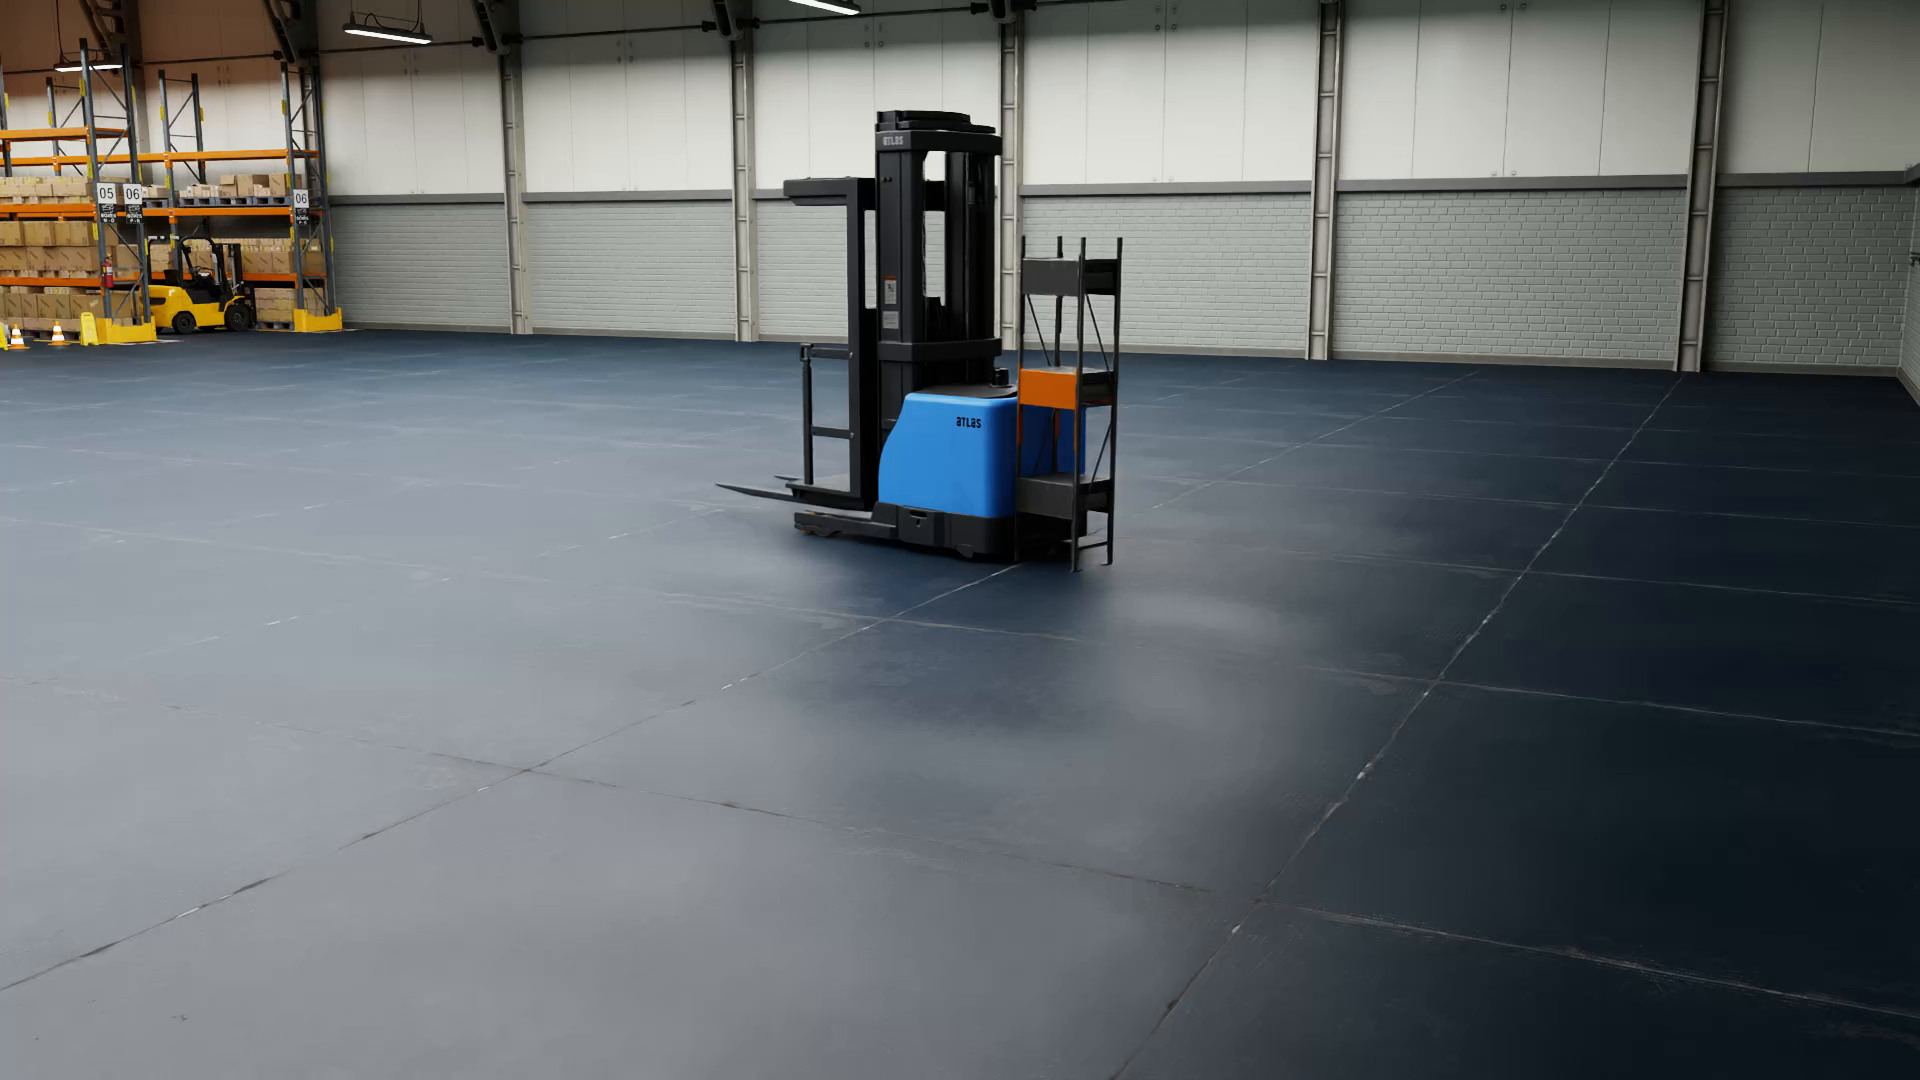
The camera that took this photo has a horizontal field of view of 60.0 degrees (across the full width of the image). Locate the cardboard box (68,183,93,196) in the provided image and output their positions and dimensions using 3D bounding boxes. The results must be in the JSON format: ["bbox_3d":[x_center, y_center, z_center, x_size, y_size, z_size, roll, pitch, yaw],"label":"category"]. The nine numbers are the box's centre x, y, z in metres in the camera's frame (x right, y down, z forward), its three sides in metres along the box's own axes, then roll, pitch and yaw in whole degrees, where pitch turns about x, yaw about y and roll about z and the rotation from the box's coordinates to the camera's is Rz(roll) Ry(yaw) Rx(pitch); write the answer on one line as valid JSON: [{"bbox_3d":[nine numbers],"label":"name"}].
[{"bbox_3d":[-17.732,-7.121,33.815,0.500,0.250,0.500,5,11,25],"label":"cardboard box"}]

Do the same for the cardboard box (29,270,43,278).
[{"bbox_3d":[-19.219,-5.573,34.803,0.250,0.149,0.380,5,11,26],"label":"cardboard box"}]

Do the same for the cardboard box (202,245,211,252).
[{"bbox_3d":[-17.711,-6.917,39.423,0.250,0.149,0.380,5,12,27],"label":"cardboard box"}]

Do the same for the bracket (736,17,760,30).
[{"bbox_3d":[-4.210,-10.255,33.017,0.430,0.232,0.235,5,11,26],"label":"bracket"}]

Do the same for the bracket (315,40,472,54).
[{"bbox_3d":[-12.646,-10.996,37.112,4.783,0.066,0.076,5,11,26],"label":"bracket"}]

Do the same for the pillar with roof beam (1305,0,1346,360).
[{"bbox_3d":[4.431,-6.940,24.807,0.548,9.000,9.100,5,11,26],"label":"pillar with roof beam"}]

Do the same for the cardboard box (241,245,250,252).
[{"bbox_3d":[-16.557,-6.816,38.866,0.250,0.149,0.380,5,11,26],"label":"cardboard box"}]

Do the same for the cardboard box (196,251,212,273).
[{"bbox_3d":[-17.791,-6.617,39.589,0.500,0.500,0.500,5,12,27],"label":"cardboard box"}]

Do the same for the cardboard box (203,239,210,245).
[{"bbox_3d":[-17.701,-7.064,39.399,0.250,0.149,0.380,5,12,27],"label":"cardboard box"}]

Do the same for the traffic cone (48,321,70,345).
[{"bbox_3d":[-18.110,-4.154,33.385,0.334,0.463,0.336,5,11,26],"label":"traffic cone"}]

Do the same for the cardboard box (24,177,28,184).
[{"bbox_3d":[-19.172,-7.448,34.507,0.250,0.149,0.380,5,12,27],"label":"cardboard box"}]

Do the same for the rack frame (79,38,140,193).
[{"bbox_3d":[-17.154,-8.527,33.576,0.127,3.000,1.000,5,11,26],"label":"rack frame"}]

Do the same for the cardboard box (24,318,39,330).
[{"bbox_3d":[-19.371,-4.572,35.113,0.500,0.250,0.500,5,11,25],"label":"cardboard box"}]

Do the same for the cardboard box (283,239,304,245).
[{"bbox_3d":[-15.375,-6.877,38.368,0.250,0.149,0.380,5,11,26],"label":"cardboard box"}]

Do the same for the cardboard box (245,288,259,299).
[{"bbox_3d":[-16.429,-5.777,38.963,0.500,0.250,0.500,5,11,27],"label":"cardboard box"}]

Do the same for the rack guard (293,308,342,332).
[{"bbox_3d":[-14.939,-5.136,38.704,0.348,0.500,1.175,5,11,26],"label":"rack guard"}]

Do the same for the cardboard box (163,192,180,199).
[{"bbox_3d":[-19.222,-8.389,40.485,0.250,0.149,0.380,5,11,26],"label":"cardboard box"}]

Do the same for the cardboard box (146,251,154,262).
[{"bbox_3d":[-19.566,-6.892,40.408,0.500,0.250,0.500,5,11,24],"label":"cardboard box"}]

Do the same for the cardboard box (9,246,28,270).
[{"bbox_3d":[-19.565,-5.929,34.950,0.500,0.500,0.500,5,11,25],"label":"cardboard box"}]

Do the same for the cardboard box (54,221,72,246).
[{"bbox_3d":[-18.159,-6.309,34.242,0.500,0.500,0.700,5,11,26],"label":"cardboard box"}]

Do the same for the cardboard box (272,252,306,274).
[{"bbox_3d":[-15.518,-6.414,38.465,0.500,0.500,0.500,5,11,25],"label":"cardboard box"}]

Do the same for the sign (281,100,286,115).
[{"bbox_3d":[-15.214,-9.733,37.394,0.005,0.325,0.100,5,11,26],"label":"sign"}]

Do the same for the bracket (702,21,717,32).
[{"bbox_3d":[-4.954,-10.320,33.378,0.430,0.232,0.235,5,11,26],"label":"bracket"}]

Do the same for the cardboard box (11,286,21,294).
[{"bbox_3d":[-19.784,-5.282,35.110,0.250,0.149,0.380,6,12,28],"label":"cardboard box"}]

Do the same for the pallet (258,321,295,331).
[{"bbox_3d":[-15.665,-5.049,39.036,1.213,0.211,1.003,5,11,26],"label":"pallet"}]

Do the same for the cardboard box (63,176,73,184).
[{"bbox_3d":[-18.039,-7.343,33.922,0.250,0.149,0.380,5,11,25],"label":"cardboard box"}]

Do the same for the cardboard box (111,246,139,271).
[{"bbox_3d":[-17.456,-5.852,34.525,0.500,0.500,0.500,5,11,25],"label":"cardboard box"}]

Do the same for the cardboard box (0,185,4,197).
[{"bbox_3d":[-20.001,-7.321,34.922,0.500,0.250,0.500,5,11,25],"label":"cardboard box"}]

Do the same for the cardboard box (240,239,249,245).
[{"bbox_3d":[-16.564,-6.962,38.836,0.250,0.149,0.380,5,12,27],"label":"cardboard box"}]

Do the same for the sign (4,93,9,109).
[{"bbox_3d":[-20.484,-9.426,35.698,0.005,0.325,0.100,5,11,26],"label":"sign"}]

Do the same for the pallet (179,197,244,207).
[{"bbox_3d":[-17.772,-8.052,39.625,1.213,0.211,1.003,5,11,26],"label":"pallet"}]

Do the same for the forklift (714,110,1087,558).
[{"bbox_3d":[-0.556,-1.521,11.903,3.031,2.935,1.130,9,14,41],"label":"forklift"}]

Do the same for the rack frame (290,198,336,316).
[{"bbox_3d":[-14.961,-6.368,38.492,0.127,3.000,1.000,5,11,26],"label":"rack frame"}]

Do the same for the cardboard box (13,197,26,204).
[{"bbox_3d":[-19.453,-7.063,34.616,0.250,0.149,0.380,5,11,25],"label":"cardboard box"}]

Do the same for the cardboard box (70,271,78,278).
[{"bbox_3d":[-18.081,-5.472,34.249,0.250,0.149,0.380,5,11,25],"label":"cardboard box"}]

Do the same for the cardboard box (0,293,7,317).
[{"bbox_3d":[-20.331,-5.023,35.497,0.500,0.500,0.500,6,12,29],"label":"cardboard box"}]

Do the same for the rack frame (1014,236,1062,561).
[{"bbox_3d":[0.510,-0.917,10.851,0.015,2.100,0.400,11,15,42],"label":"rack frame"}]

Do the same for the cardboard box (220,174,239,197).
[{"bbox_3d":[-16.848,-8.295,38.969,0.637,0.503,0.797,5,12,28],"label":"cardboard box"}]

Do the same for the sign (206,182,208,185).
[{"bbox_3d":[-18.304,-8.541,40.403,0.005,0.325,0.100,5,11,26],"label":"sign"}]

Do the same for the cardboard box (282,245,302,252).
[{"bbox_3d":[-15.396,-6.719,38.329,0.250,0.149,0.380,5,11,27],"label":"cardboard box"}]

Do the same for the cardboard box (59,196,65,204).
[{"bbox_3d":[-18.256,-6.982,34.168,0.250,0.149,0.380,5,11,26],"label":"cardboard box"}]

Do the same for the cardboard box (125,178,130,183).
[{"bbox_3d":[-20.681,-8.603,40.679,0.500,0.500,0.500,5,12,27],"label":"cardboard box"}]

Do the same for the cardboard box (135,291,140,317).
[{"bbox_3d":[-19.713,-5.823,40.969,0.625,0.625,0.875,5,11,25],"label":"cardboard box"}]

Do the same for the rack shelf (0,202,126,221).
[{"bbox_3d":[-18.947,-6.854,34.778,4.000,0.370,1.077,5,11,26],"label":"rack shelf"}]

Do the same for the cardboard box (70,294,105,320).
[{"bbox_3d":[-17.988,-4.819,34.369,0.500,0.500,0.500,5,11,26],"label":"cardboard box"}]

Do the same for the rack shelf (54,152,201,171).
[{"bbox_3d":[-20.342,-9.242,40.669,4.000,0.370,1.077,5,11,26],"label":"rack shelf"}]

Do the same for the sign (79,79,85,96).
[{"bbox_3d":[-17.418,-8.977,32.997,0.005,0.325,0.100,5,11,26],"label":"sign"}]

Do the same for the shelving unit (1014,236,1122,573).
[{"bbox_3d":[0.689,-0.883,10.688,0.503,2.100,0.431,11,15,42],"label":"shelving unit"}]

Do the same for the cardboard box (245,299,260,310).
[{"bbox_3d":[-16.453,-5.534,39.025,0.500,0.250,0.500,5,11,25],"label":"cardboard box"}]

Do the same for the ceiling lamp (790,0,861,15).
[{"bbox_3d":[-2.020,-10.291,26.932,0.800,3.185,2.000,5,11,26],"label":"ceiling lamp"}]

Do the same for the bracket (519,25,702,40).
[{"bbox_3d":[-7.265,-10.523,34.500,4.783,0.066,0.076,5,11,26],"label":"bracket"}]
